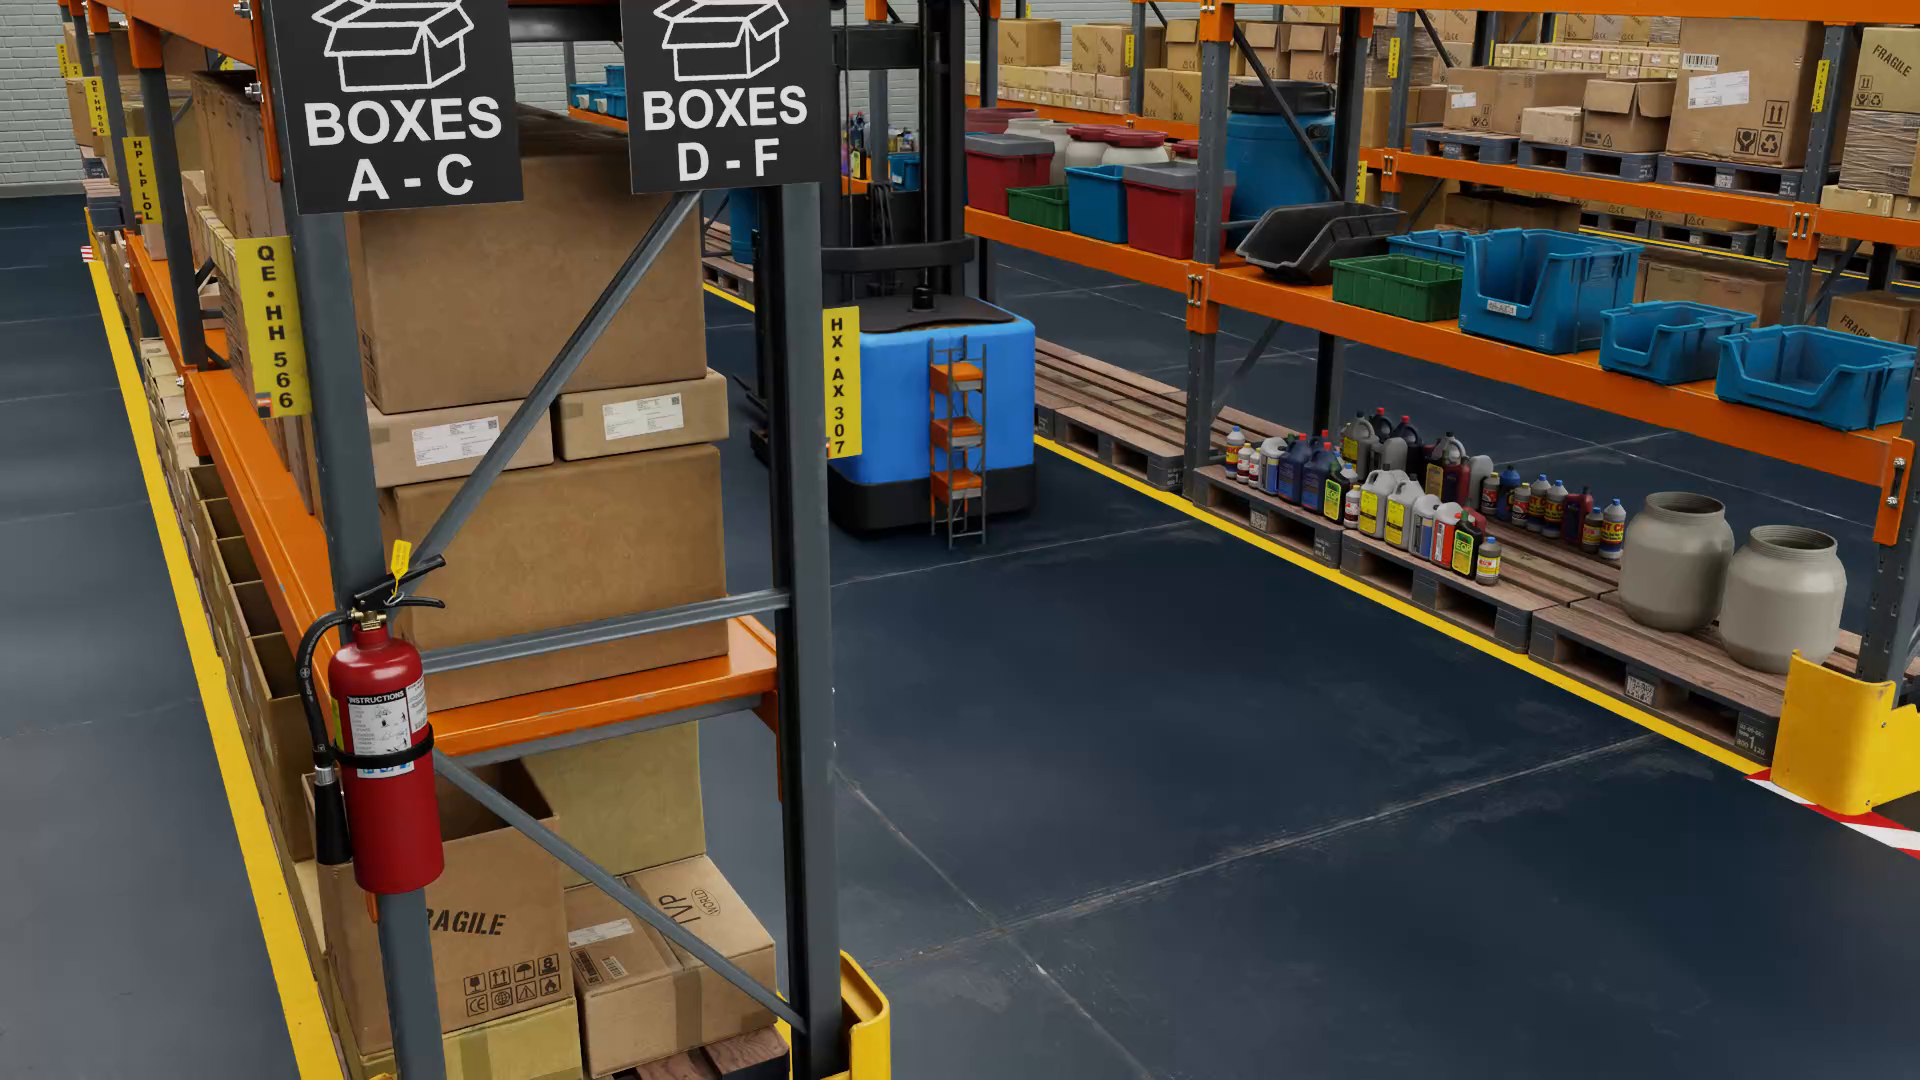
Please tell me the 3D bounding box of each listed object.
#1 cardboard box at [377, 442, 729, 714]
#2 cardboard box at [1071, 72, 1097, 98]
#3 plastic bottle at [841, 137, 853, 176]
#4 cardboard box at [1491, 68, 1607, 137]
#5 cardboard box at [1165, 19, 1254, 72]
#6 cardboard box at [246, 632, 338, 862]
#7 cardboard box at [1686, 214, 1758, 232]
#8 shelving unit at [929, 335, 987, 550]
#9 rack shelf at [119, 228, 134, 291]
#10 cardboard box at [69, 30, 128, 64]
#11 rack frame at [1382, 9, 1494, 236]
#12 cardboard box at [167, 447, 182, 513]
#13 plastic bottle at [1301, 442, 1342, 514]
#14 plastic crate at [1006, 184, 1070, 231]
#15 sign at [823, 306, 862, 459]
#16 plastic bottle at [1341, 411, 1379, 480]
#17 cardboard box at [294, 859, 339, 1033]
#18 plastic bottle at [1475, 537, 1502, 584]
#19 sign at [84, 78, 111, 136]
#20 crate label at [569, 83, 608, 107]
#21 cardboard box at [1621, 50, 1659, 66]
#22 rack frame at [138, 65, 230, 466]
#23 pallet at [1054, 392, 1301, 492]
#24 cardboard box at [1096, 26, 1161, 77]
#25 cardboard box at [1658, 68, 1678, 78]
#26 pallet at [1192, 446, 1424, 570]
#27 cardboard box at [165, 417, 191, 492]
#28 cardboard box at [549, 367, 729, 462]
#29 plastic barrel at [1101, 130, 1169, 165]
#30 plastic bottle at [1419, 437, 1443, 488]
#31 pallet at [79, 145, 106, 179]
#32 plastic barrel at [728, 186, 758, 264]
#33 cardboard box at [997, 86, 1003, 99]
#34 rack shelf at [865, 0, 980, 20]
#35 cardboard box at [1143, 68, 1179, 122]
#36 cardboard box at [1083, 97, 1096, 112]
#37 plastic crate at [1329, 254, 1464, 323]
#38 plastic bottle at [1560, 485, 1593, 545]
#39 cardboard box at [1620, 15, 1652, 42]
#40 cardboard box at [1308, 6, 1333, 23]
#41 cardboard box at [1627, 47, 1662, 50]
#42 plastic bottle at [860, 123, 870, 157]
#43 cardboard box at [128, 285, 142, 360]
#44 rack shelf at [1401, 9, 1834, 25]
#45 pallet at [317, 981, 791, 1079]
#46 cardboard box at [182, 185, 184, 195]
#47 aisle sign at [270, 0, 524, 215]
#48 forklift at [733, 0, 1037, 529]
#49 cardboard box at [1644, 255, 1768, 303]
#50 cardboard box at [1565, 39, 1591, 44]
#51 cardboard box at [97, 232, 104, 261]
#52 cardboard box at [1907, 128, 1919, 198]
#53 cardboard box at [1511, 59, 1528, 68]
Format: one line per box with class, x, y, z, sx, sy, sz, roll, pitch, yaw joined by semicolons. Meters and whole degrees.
cardboard box;-0.961;0.014;3.839;0.700;0.500;0.500;-10;21;-27
cardboard box;1.583;-5.085;18.543;0.500;0.250;0.500;-9;21;-25
plastic bottle;-0.865;-2.927;12.693;0.061;0.283;0.133;-10;21;-27
cardboard box;4.816;-3.585;13.625;0.700;0.500;0.500;-7;20;-19
cardboard box;2.582;-5.120;17.180;0.797;0.503;0.637;-11;22;-28
cardboard box;-1.755;0.551;4.857;0.500;0.500;0.500;-10;21;-27
cardboard box;8.041;-3.537;17.472;0.500;0.500;0.500;-10;21;-27
shelving unit;-0.011;-0.494;8.454;0.215;1.050;0.252;-8;20;-21
rack shelf;-5.499;-2.333;11.898;1.077;0.370;4.000;-10;21;-27
cardboard box;-7.162;-4.019;13.994;0.500;0.500;0.500;-10;22;-28
rack frame;4.171;-3.633;14.560;1.000;3.000;0.127;-10;21;-27
cardboard box;-3.824;-0.362;8.655;0.500;0.250;0.500;-10;21;-26
plastic bottle;1.819;-0.323;8.355;0.144;0.351;0.185;-11;22;-29
plastic crate;0.636;-2.073;10.366;0.450;0.188;0.662;-10;21;-27
sign;-0.259;-0.334;3.551;0.100;0.325;0.005;-10;21;-27
plastic bottle;2.144;-0.510;8.899;0.144;0.351;0.185;-10;21;-27
cardboard box;-1.513;1.049;4.565;0.500;0.250;0.500;-10;21;-27
plastic bottle;2.353;0.087;7.397;0.097;0.201;0.097;0;19;0
sign;-5.022;-2.522;9.689;0.100;0.325;0.005;-10;21;-27
crate label;-4.159;-4.989;18.657;0.416;0.233;0.303;-10;21;-27
cardboard box;7.336;-5.174;17.857;0.380;0.149;0.250;-9;21;-24
rack frame;-2.650;-0.951;6.789;1.000;3.000;0.127;-10;21;-27
pallet;1.304;-0.618;10.100;1.003;0.211;1.213;-10;21;-27
cardboard box;1.818;-5.296;18.004;0.500;0.500;0.500;-9;21;-25
cardboard box;7.575;-4.887;17.481;0.380;0.149;0.250;-10;21;-27
pallet;1.994;-0.200;8.887;1.003;0.211;1.213;-10;21;-27
cardboard box;-3.582;-0.479;8.132;0.500;0.311;0.500;-10;21;-27
cardboard box;-0.747;-0.303;3.762;0.380;0.149;0.250;-10;21;-27
plastic barrel;1.102;-2.301;10.492;0.433;0.535;0.433;0;19;0
plastic bottle;2.476;-0.405;8.698;0.061;0.283;0.133;-8;21;-23
pallet;-6.165;-2.910;12.762;1.003;0.211;1.213;-10;21;-27
plastic barrel;-1.844;-3.061;15.478;0.600;0.901;0.708;-10;21;-27
cardboard box;0.620;-5.436;20.171;0.380;0.149;0.250;-10;22;-27
rack shelf;-1.138;-4.517;13.629;1.077;0.370;4.000;-10;21;-27
cardboard box;2.270;-4.657;17.377;0.500;0.500;0.500;-10;21;-26
cardboard box;1.594;-4.847;18.463;0.380;0.149;0.250;-10;22;-28
plastic crate;2.108;-1.184;7.788;0.450;0.188;0.662;-10;21;-27
plastic bottle;2.933;-0.129;7.898;0.061;0.283;0.133;-10;21;-26
cardboard box;9.811;-7.365;23.692;0.500;0.500;0.500;-10;21;-26
cardboard box;5.010;-7.015;22.221;0.500;0.500;0.500;-9;21;-25
cardboard box;7.665;-5.422;18.575;0.380;0.149;0.250;-11;22;-29
plastic bottle;-0.768;-3.379;14.016;0.152;0.276;0.135;-10;21;-27
cardboard box;-5.445;-1.506;11.556;0.500;0.500;0.500;-11;22;-29
rack shelf;5.121;-4.136;12.525;1.077;0.370;4.000;-10;21;-27
pallet;-1.150;1.302;4.533;1.003;0.211;1.213;-10;21;-27
cardboard box;-4.415;-1.946;9.809;0.500;0.311;0.500;-9;21;-23
aisle sign;-0.977;-0.967;2.851;0.394;0.787;0.004;-10;21;-27
forklift;-0.629;-1.882;9.592;1.130;2.935;3.031;-8;21;-22
cardboard box;5.588;-1.830;12.494;0.700;0.500;0.500;-10;21;-27
cardboard box;9.333;-7.188;24.711;0.500;0.500;0.500;-10;22;-27
cardboard box;-7.865;-2.817;15.737;0.500;0.250;0.500;-10;21;-27
cardboard box;6.436;-2.385;10.334;0.875;0.500;0.500;-10;21;-27
cardboard box;6.592;-5.482;19.205;0.380;0.149;0.250;-10;22;-28
